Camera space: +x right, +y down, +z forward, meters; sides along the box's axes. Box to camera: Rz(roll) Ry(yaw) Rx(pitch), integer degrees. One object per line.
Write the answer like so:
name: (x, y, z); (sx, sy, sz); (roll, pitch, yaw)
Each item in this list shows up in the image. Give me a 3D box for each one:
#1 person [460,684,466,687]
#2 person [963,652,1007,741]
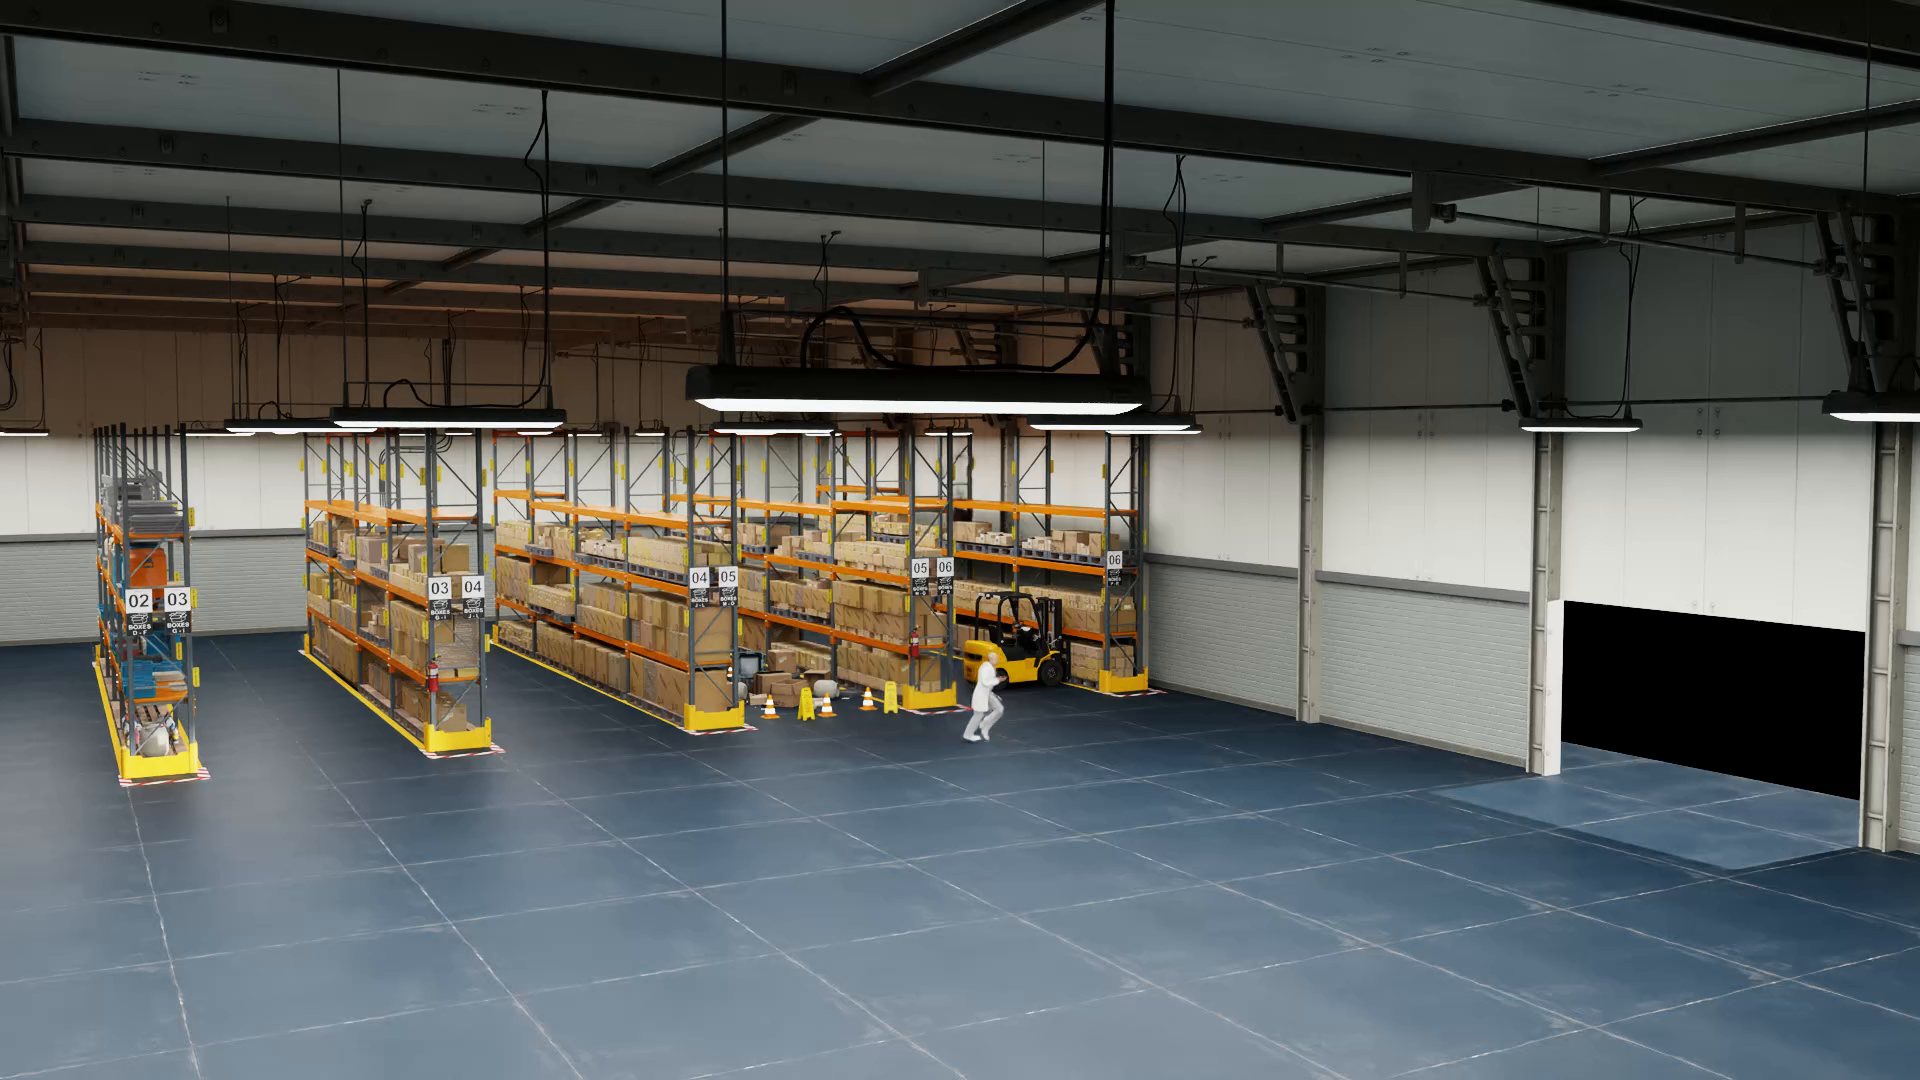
person: (-11.706, 2.634, 38.745); (0.557, 1.548, 0.893); (-2, 4, -24)
person: (0.485, 2.950, 31.280); (0.934, 1.703, 0.680); (2, 4, 26)
